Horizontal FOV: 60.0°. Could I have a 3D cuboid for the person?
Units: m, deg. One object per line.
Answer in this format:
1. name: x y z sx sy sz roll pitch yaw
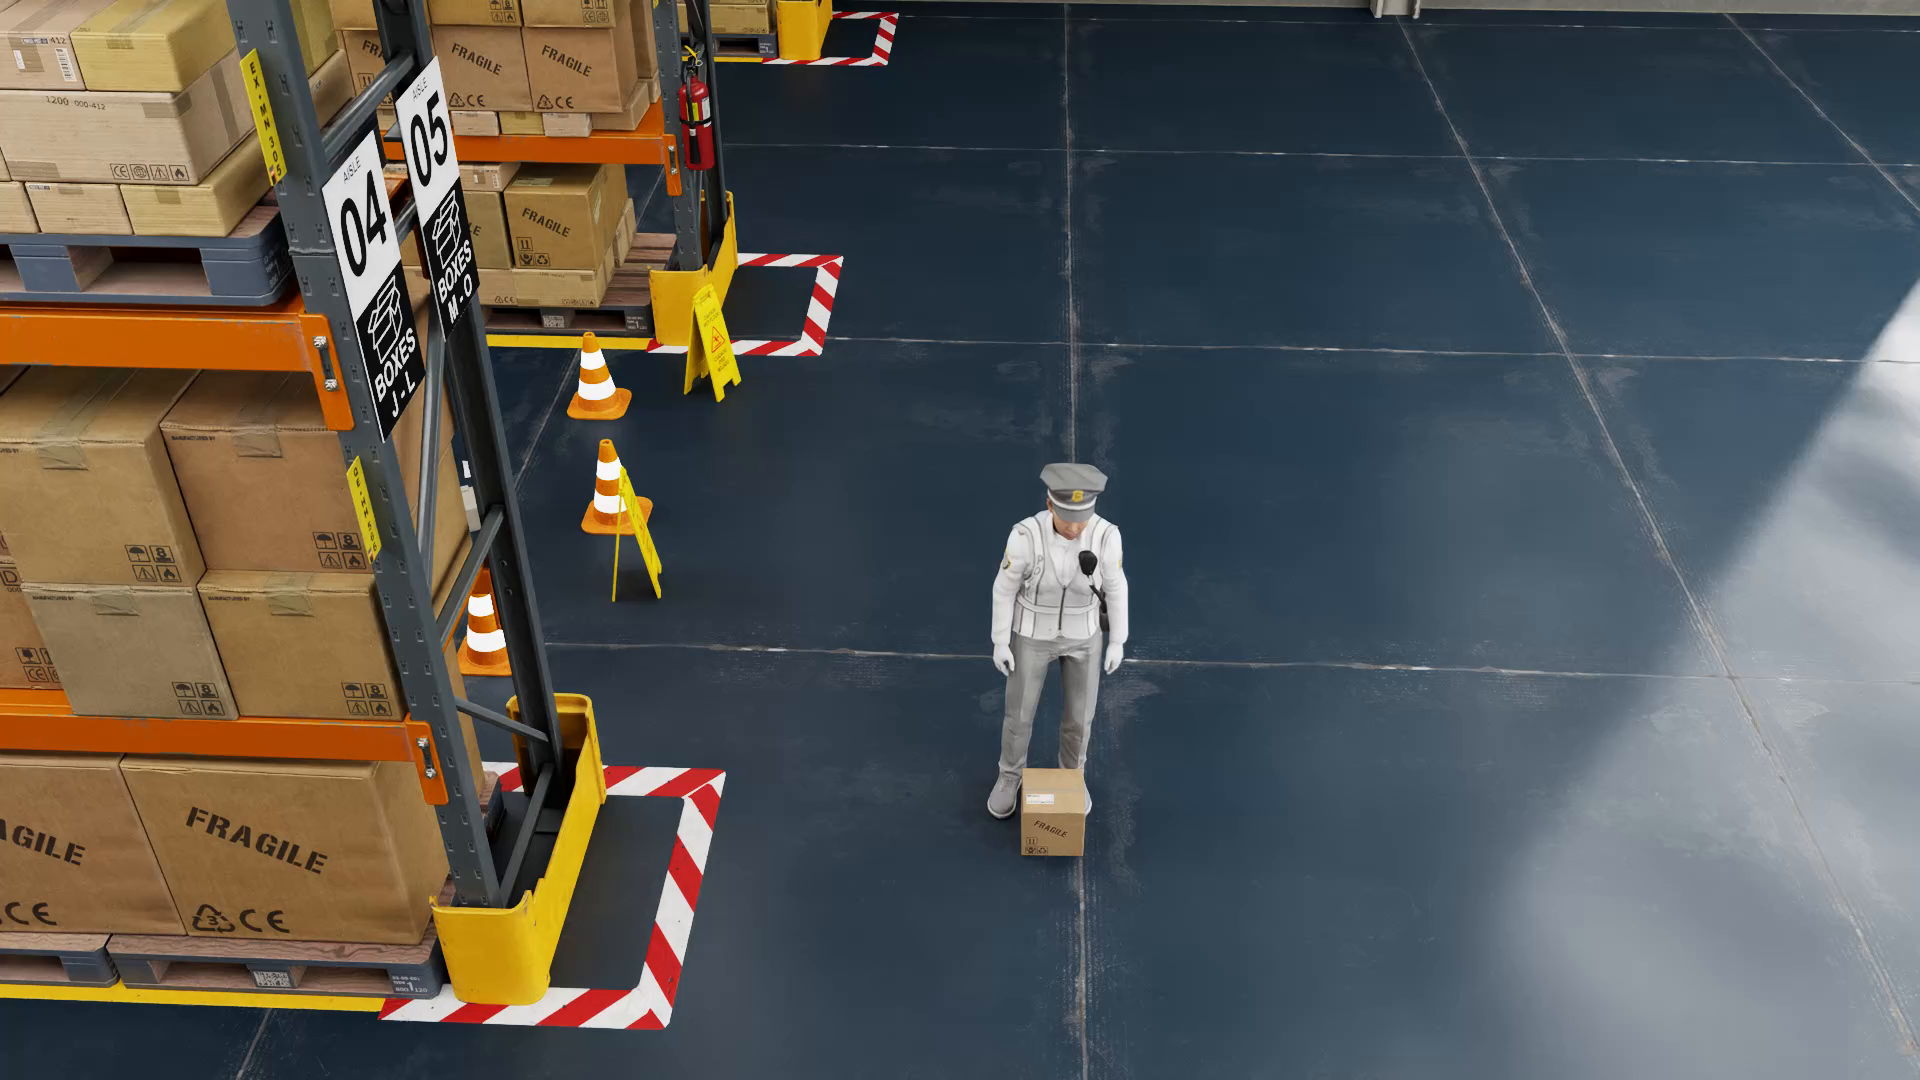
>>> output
1. person: 0.388 0.396 6.562 0.547 1.666 0.371 0 36 -1
